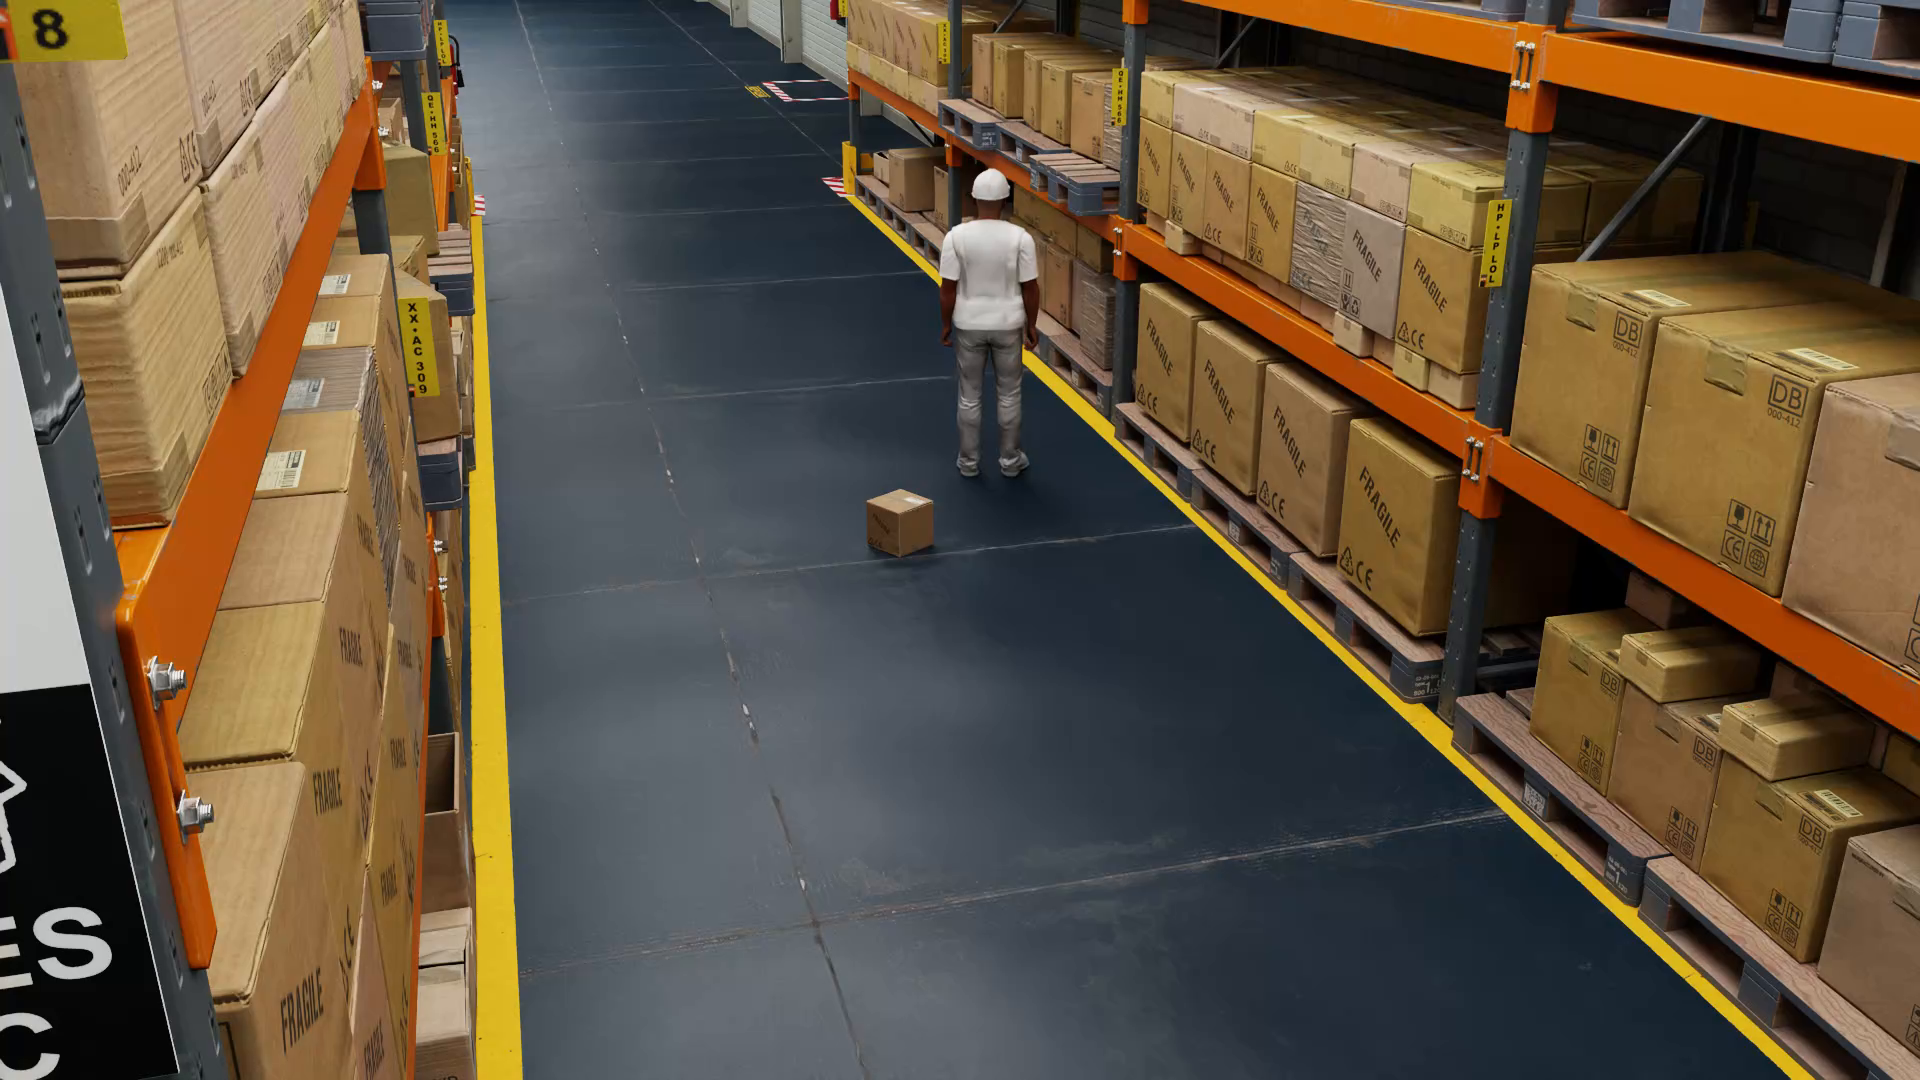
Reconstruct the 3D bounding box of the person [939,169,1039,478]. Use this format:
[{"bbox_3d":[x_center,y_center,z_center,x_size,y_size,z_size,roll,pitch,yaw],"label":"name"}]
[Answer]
[{"bbox_3d":[0.168,-1.221,9.463,0.567,1.771,0.378,1,23,3],"label":"person"}]
